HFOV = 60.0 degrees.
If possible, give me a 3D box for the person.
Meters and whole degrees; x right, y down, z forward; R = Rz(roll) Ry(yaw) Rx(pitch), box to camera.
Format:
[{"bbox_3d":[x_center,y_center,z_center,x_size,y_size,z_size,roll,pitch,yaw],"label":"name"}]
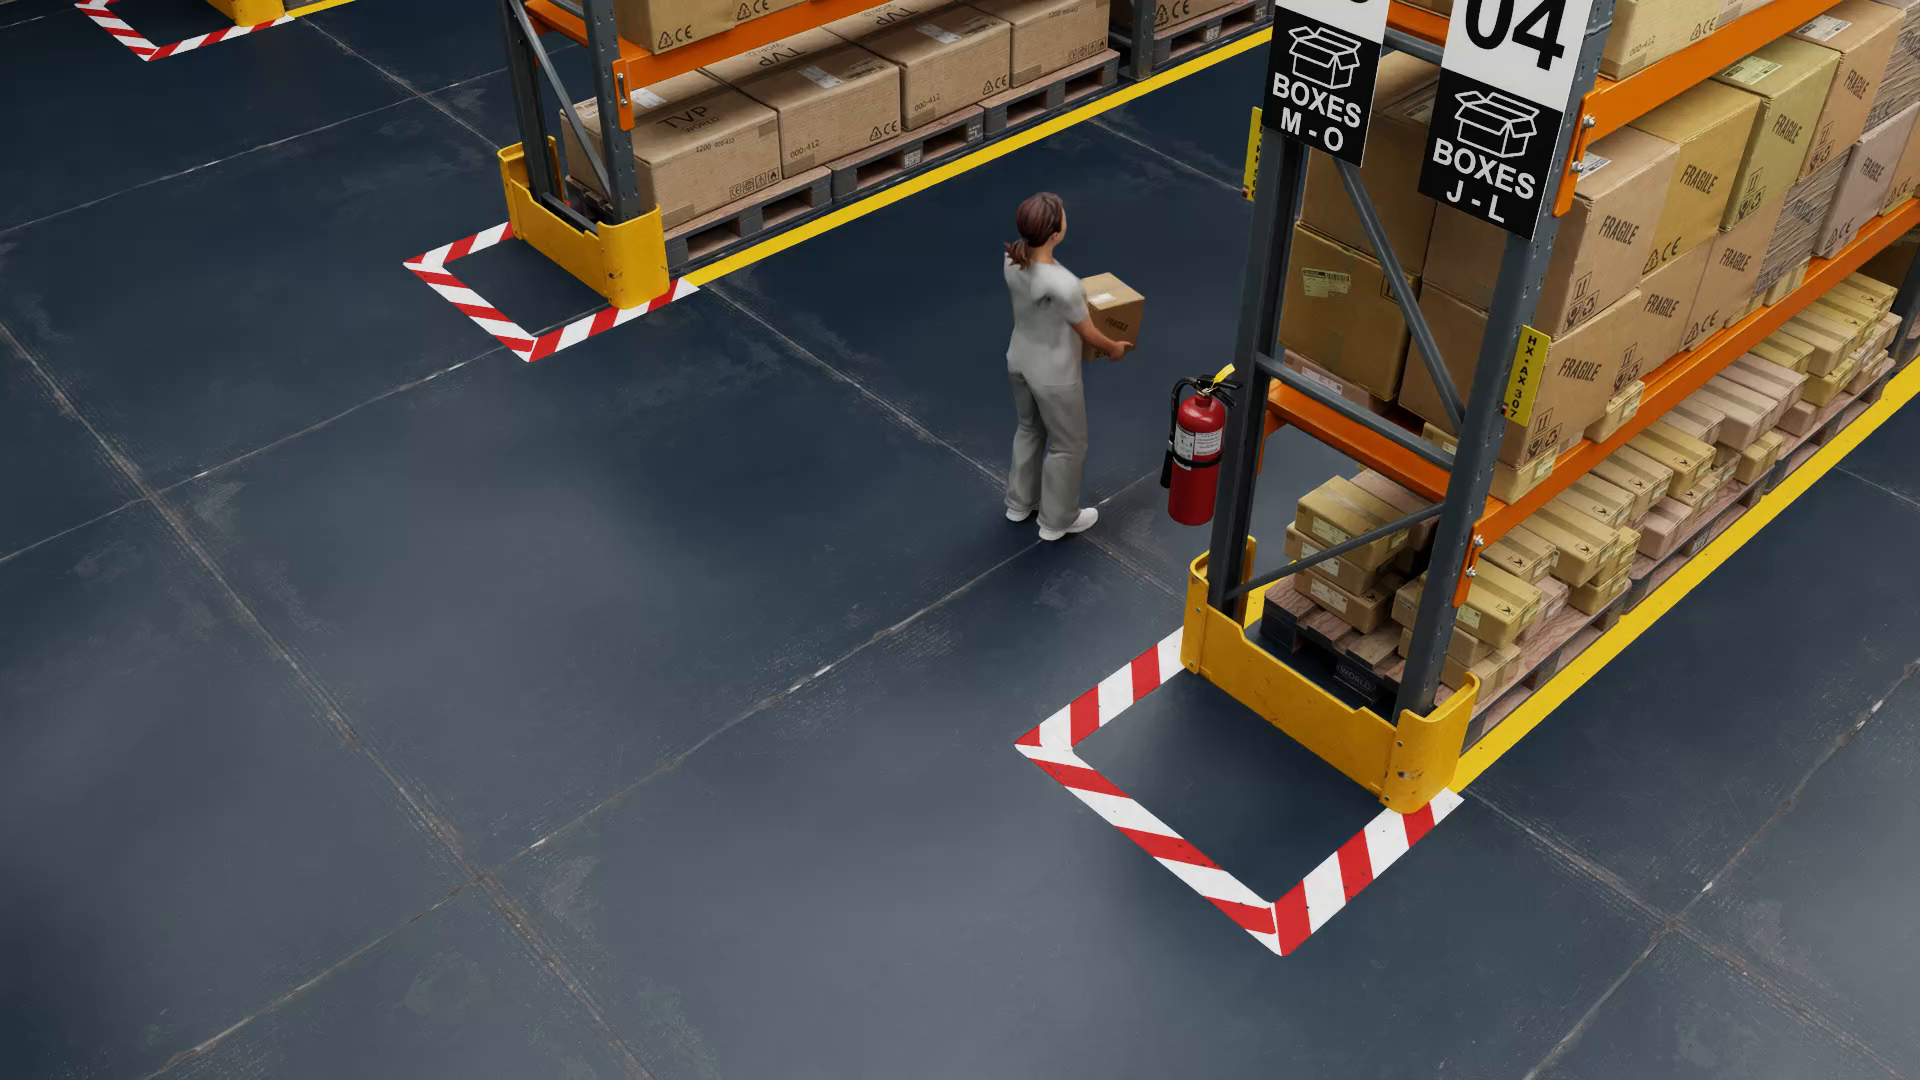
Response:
[{"bbox_3d":[0.424,-0.740,7.049,0.548,1.667,0.434,-23,45,-25],"label":"person"}]
